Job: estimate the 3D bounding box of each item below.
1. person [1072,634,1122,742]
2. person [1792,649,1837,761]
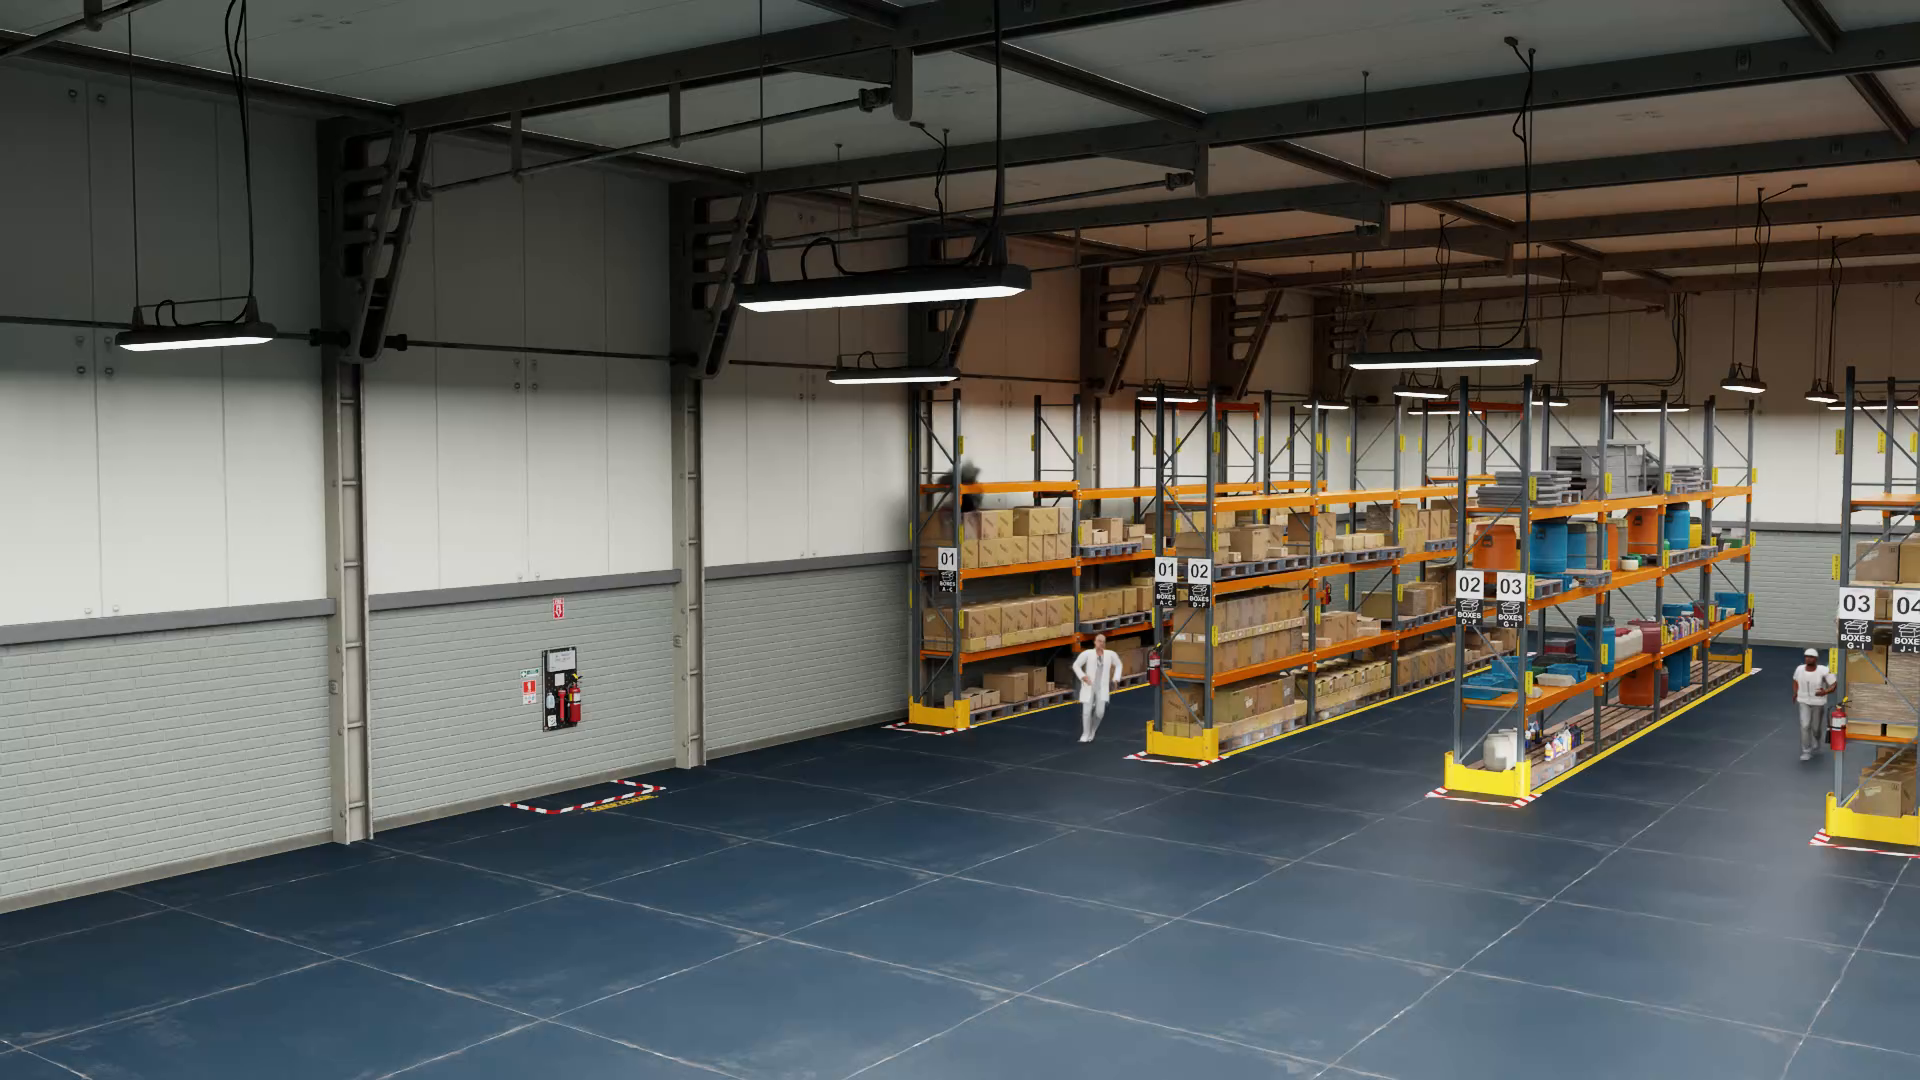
[{"bbox_3d":[2.187,2.361,26.372,0.813,1.728,0.535,0,3,0],"label":"person"},{"bbox_3d":[13.635,2.615,26.577,0.689,1.767,0.852,3,4,40],"label":"person"}]
